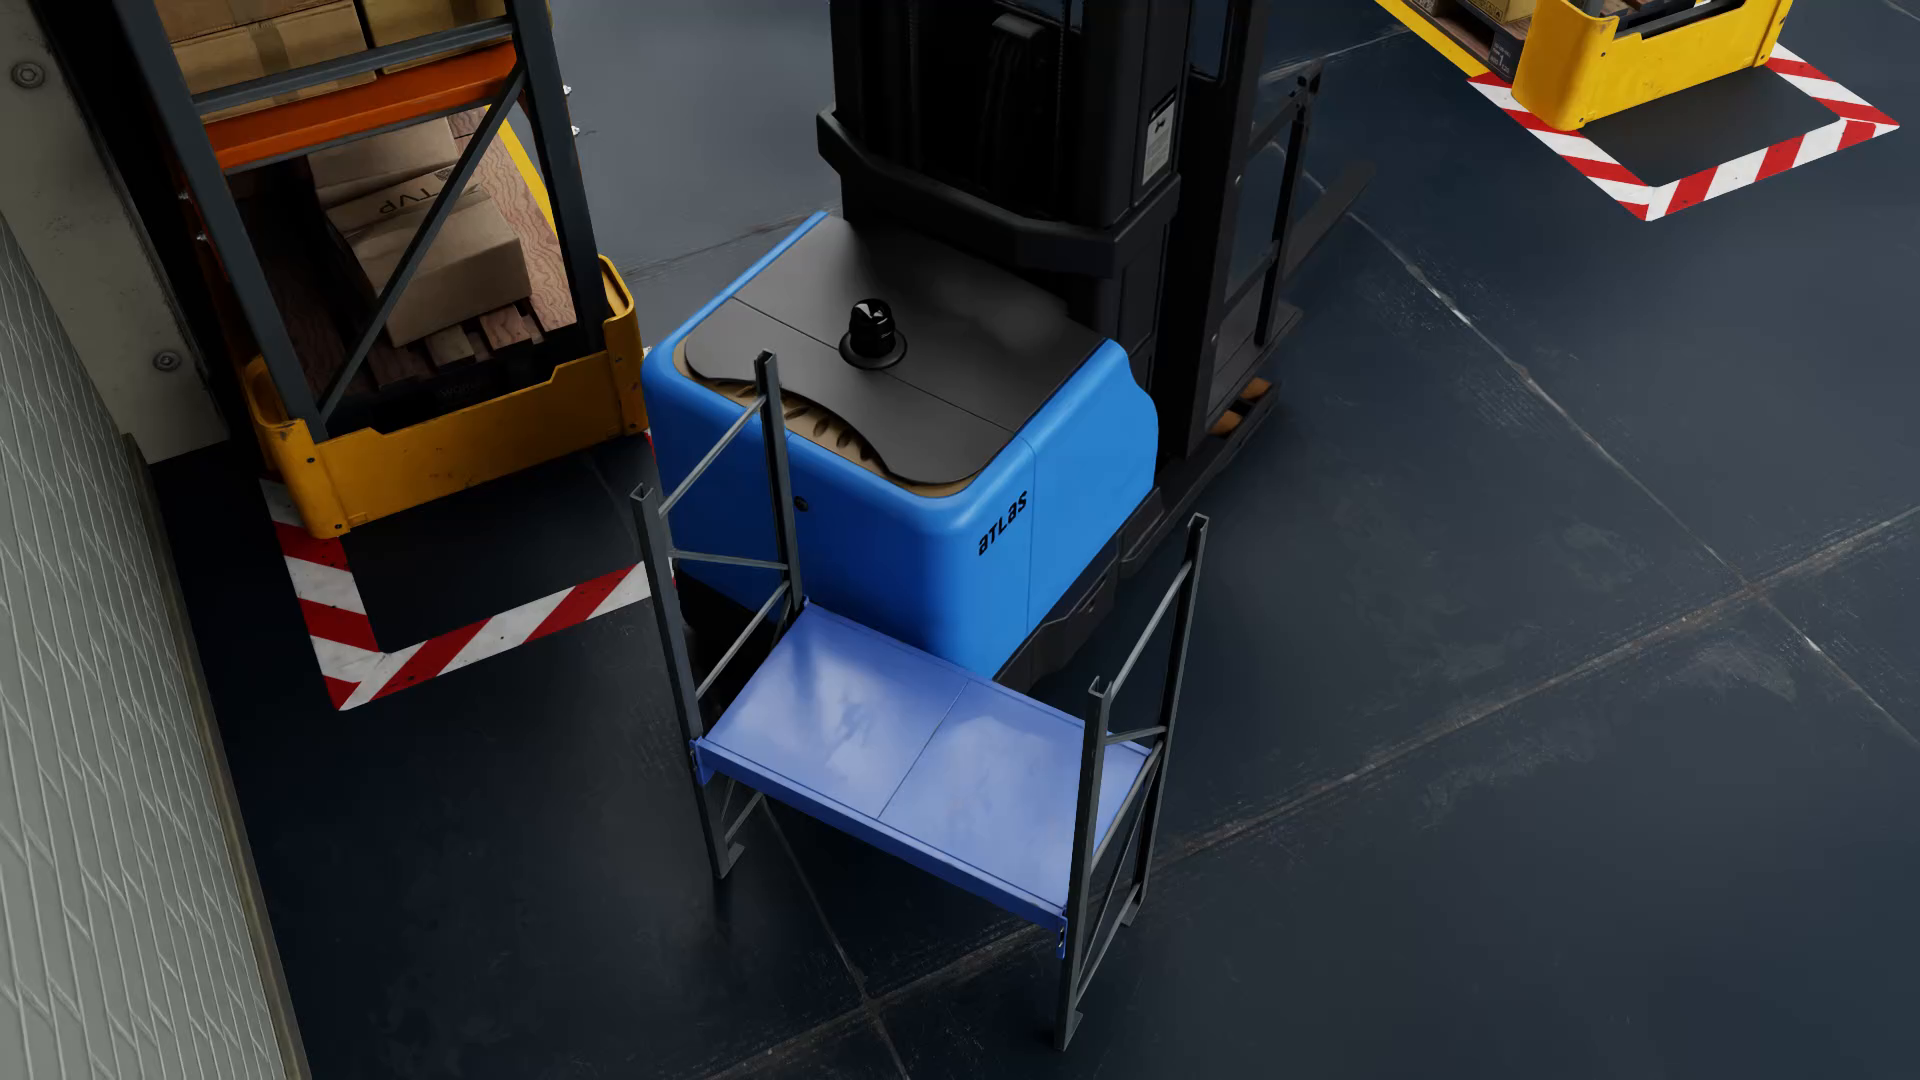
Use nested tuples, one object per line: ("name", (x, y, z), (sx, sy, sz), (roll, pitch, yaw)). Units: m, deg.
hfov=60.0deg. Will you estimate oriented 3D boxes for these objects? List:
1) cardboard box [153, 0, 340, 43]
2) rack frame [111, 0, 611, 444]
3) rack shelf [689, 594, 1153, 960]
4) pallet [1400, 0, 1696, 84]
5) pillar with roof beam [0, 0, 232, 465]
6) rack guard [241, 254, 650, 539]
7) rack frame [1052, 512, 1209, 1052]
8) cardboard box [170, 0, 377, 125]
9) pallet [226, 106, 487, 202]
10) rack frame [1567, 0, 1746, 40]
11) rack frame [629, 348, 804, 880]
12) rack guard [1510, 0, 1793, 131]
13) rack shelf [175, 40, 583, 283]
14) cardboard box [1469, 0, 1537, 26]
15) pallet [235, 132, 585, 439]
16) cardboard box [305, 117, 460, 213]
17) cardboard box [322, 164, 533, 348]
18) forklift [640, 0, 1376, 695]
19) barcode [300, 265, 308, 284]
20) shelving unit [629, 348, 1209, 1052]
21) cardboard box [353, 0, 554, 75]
("cardboard box", (-1.972, -1.684, 4.318), (0.500, 0.500, 0.500), (-22, 52, -18))
("rack frame", (-1.567, -1.238, 4.340), (1.000, 3.000, 0.127), (-21, 52, -18))
("rack shelf", (-0.084, 0.546, 4.015), (1.000, 0.185, 0.538), (22, 52, 18))
("pallet", (2.448, -2.526, 7.319), (1.003, 0.211, 1.213), (-21, 52, -18))
("pillar with roof beam", (1.171, -4.866, 3.528), (9.100, 9.000, 0.400), (-21, 52, -18))
("rack guard", (-1.602, -0.466, 5.325), (1.175, 0.500, 0.348), (-21, 52, -18))
("rack frame", (0.363, 0.609, 3.721), (0.032, 1.500, 0.500), (22, 52, 18))
("cardboard box", (-1.954, -1.441, 4.604), (0.500, 0.250, 0.500), (-20, 52, -17))
("pallet", (-2.497, -1.742, 6.633), (1.003, 0.211, 1.213), (-21, 52, -18))
("rack frame", (2.836, -2.946, 5.834), (1.000, 3.000, 0.127), (-21, 52, -18))
("rack frame", (-0.532, 0.246, 4.039), (0.032, 1.500, 0.500), (22, 52, 18))
("rack guard", (2.847, -2.107, 6.761), (1.175, 0.500, 0.348), (-21, 52, -18))
("rack shelf", (-2.483, -2.339, 5.781), (1.077, 0.370, 4.000), (-21, 52, -18))
("cardboard box", (2.327, -2.437, 6.936), (0.500, 0.250, 0.500), (-21, 52, -18))
("pallet", (-1.942, -0.926, 5.920), (1.003, 0.211, 1.213), (-21, 52, -18))
("cardboard box", (-2.065, -1.373, 5.952), (0.500, 0.311, 0.500), (-17, 51, -15))
("cardboard box", (-1.804, -0.991, 5.618), (0.500, 0.311, 0.500), (-27, 54, -21))
("forklift", (0.413, -1.416, 4.542), (1.130, 2.935, 3.031), (27, 54, 22))
("barcode", (-2.168, -0.869, 5.505), (0.001, 0.075, 0.075), (-21, 52, -18))
("shelving unit", (-0.084, 0.428, 3.880), (1.048, 1.500, 0.538), (22, 52, 18))
("cardboard box", (-1.508, -1.631, 4.770), (0.500, 0.250, 0.500), (-23, 53, -19))
